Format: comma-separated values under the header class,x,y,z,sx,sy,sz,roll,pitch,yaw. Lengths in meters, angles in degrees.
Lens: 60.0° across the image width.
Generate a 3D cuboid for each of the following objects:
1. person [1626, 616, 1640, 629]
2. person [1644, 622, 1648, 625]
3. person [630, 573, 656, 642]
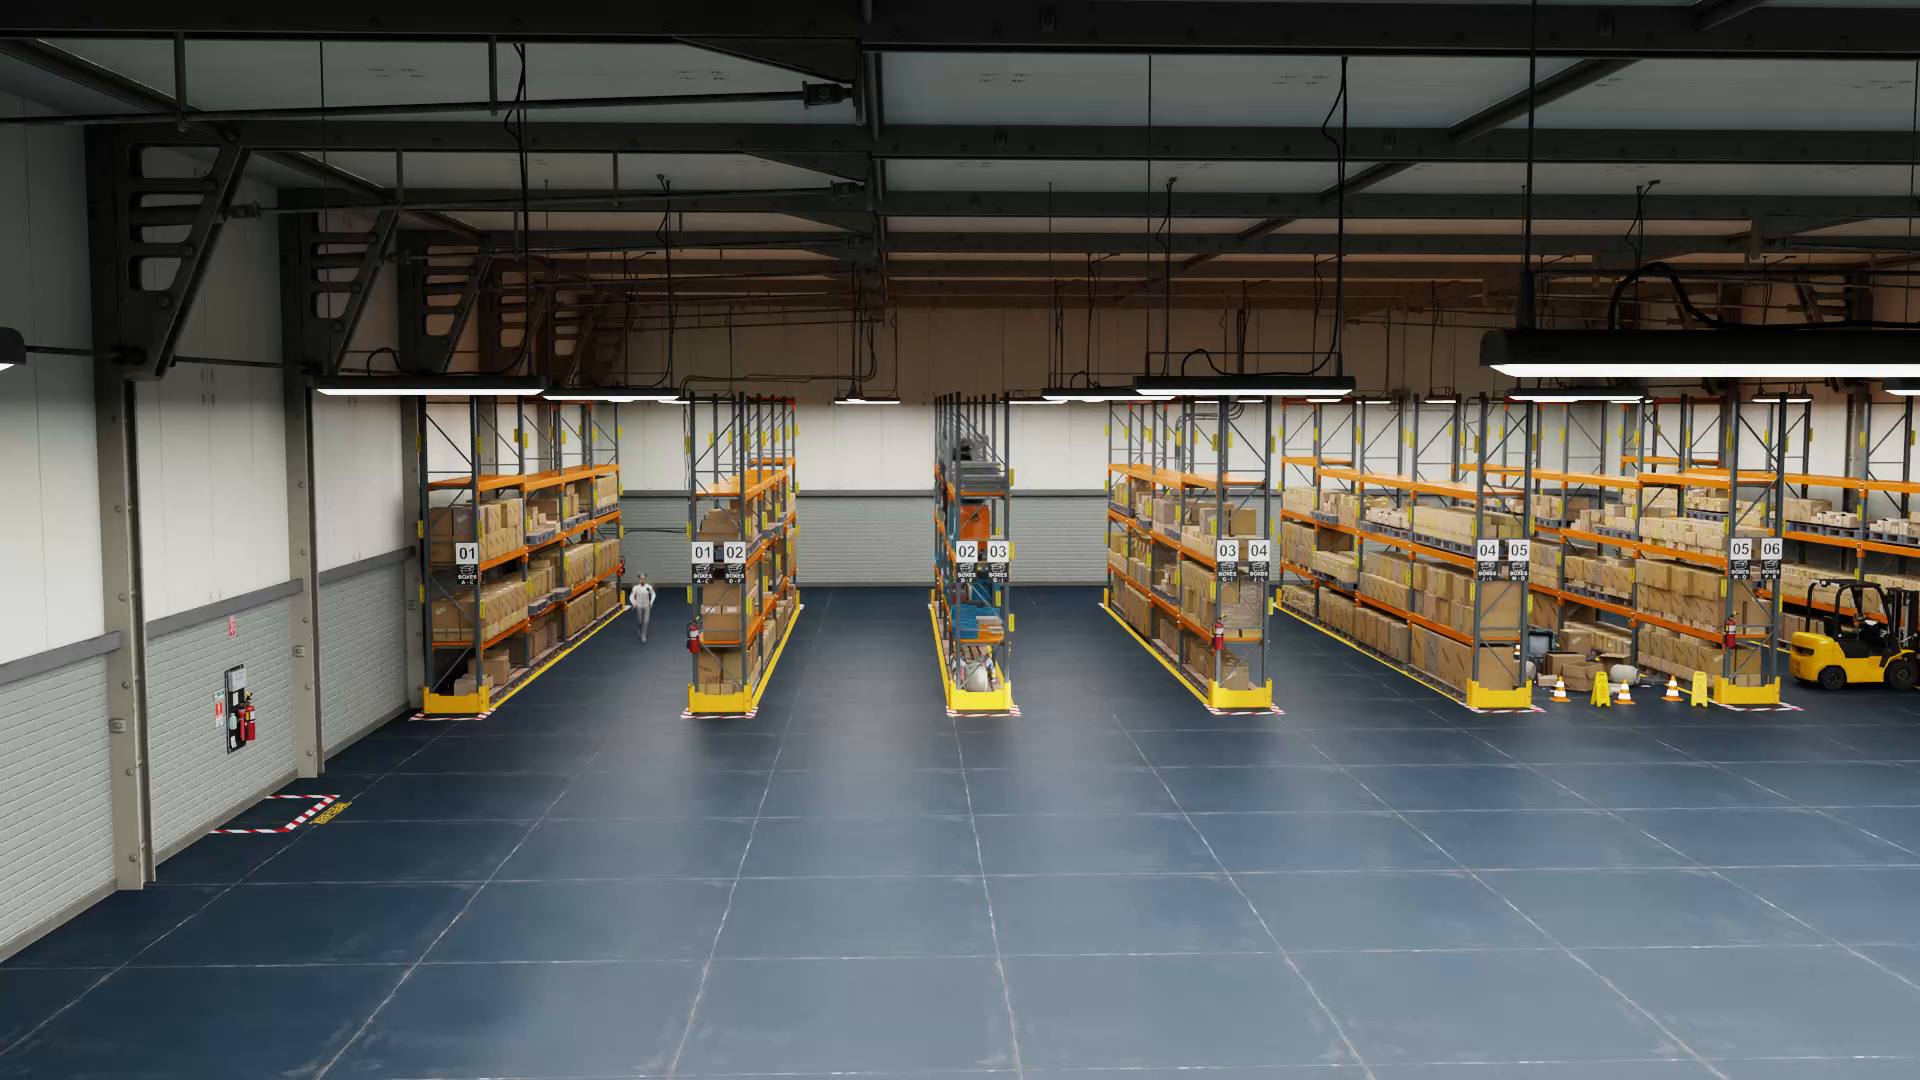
class,x,y,z,sx,sy,sz,roll,pitch,yaw
person,17.315,1.405,42.988,0.677,1.731,0.671,-1,5,-16
person,16.667,1.676,39.811,0.659,1.772,1.031,-1,5,-9
person,-7.762,1.647,40.739,0.627,1.680,0.677,-1,5,-14
